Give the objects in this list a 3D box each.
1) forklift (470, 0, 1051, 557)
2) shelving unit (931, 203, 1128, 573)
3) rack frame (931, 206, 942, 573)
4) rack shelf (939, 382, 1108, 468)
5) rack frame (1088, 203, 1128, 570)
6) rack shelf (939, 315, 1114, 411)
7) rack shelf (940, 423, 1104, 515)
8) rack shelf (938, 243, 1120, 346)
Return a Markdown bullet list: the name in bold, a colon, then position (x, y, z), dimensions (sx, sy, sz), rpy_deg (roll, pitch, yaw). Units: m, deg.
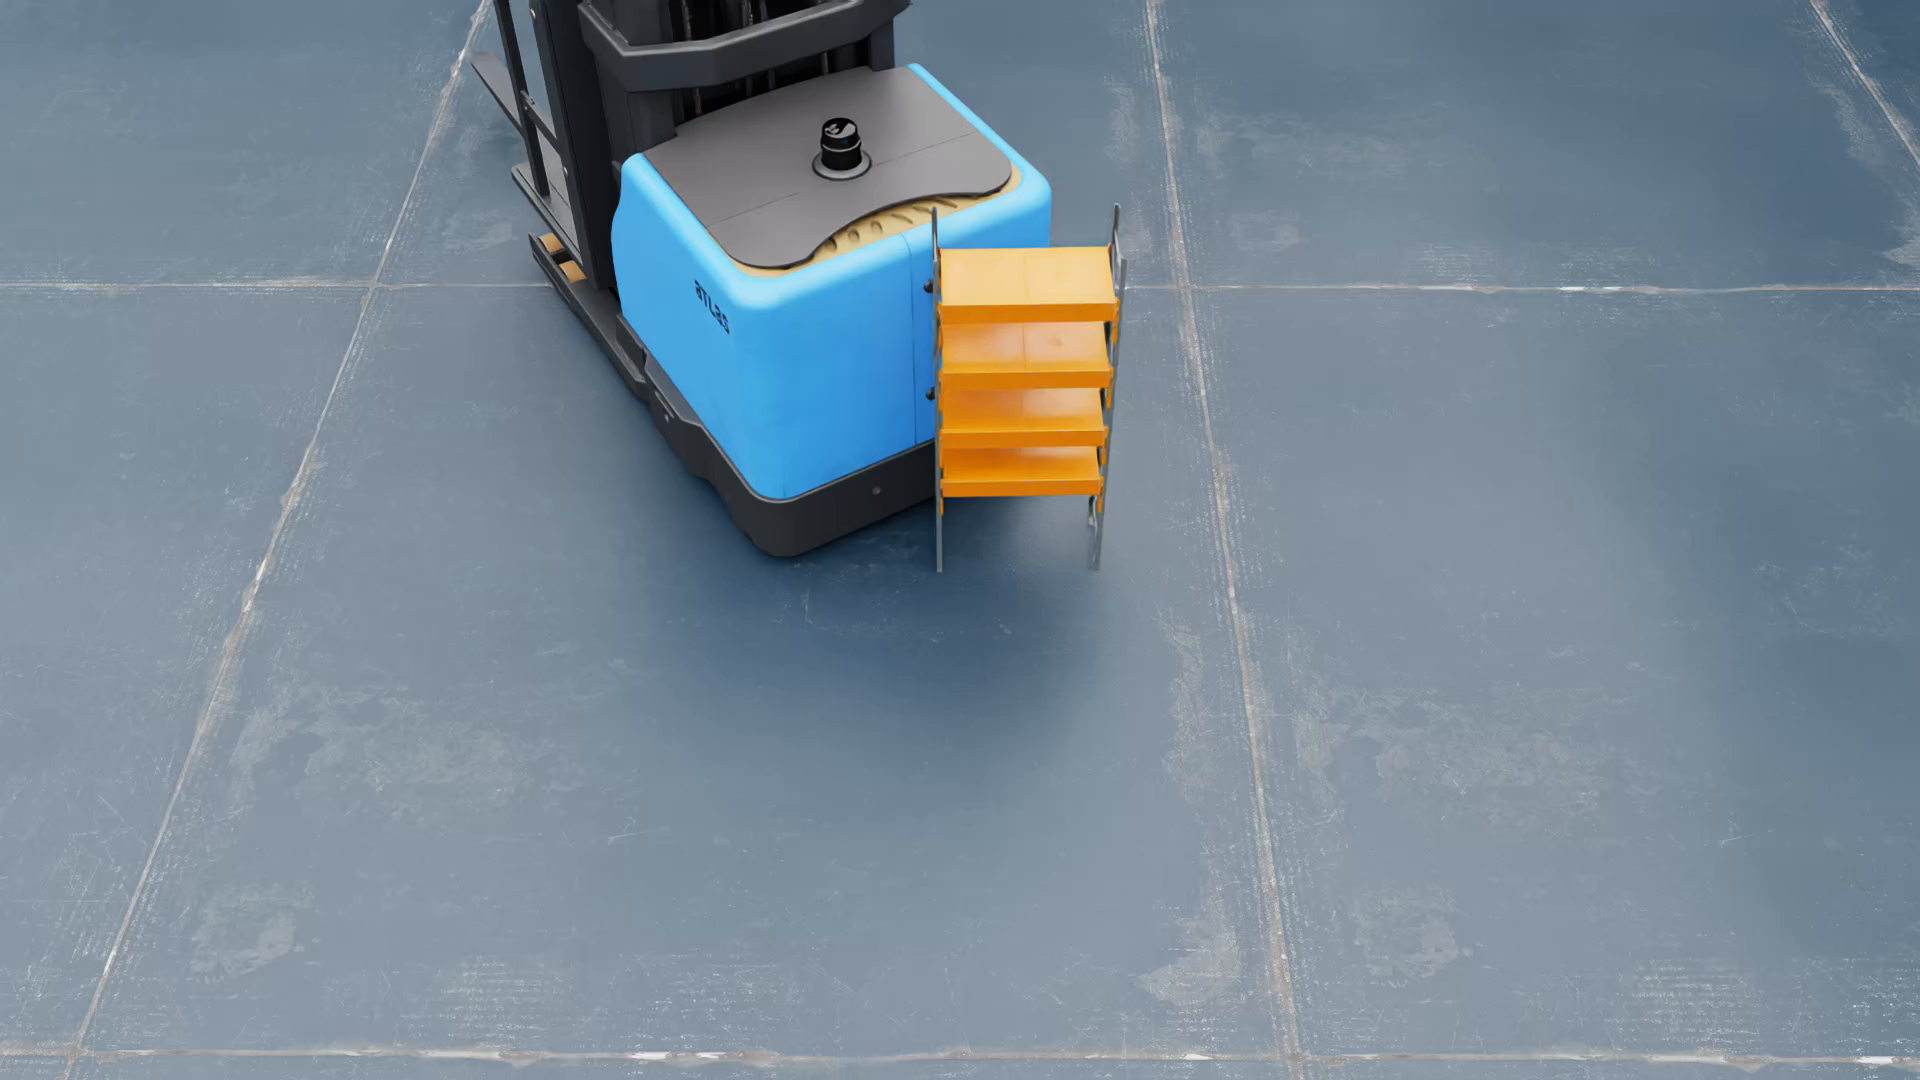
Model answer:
- **forklift**: position (-0.921, -2.013, 5.121), dimensions (1.130, 2.935, 3.031), rpy_deg (-24, 52, -21)
- **shelving unit**: position (0.178, -0.399, 4.802), dimensions (0.503, 1.200, 0.258), rpy_deg (-1, 47, -1)
- **rack frame**: position (-0.066, -0.395, 4.798), dimensions (0.015, 1.200, 0.240), rpy_deg (-1, 47, -1)
- **rack shelf**: position (0.178, -0.354, 4.851), dimensions (0.480, 0.148, 0.258), rpy_deg (-1, 47, -1)
- **rack frame**: position (0.422, -0.404, 4.806), dimensions (0.015, 1.200, 0.240), rpy_deg (-1, 47, -1)
- **rack shelf**: position (0.178, -0.506, 4.688), dimensions (0.480, 0.148, 0.258), rpy_deg (-1, 47, -1)
- **rack shelf**: position (0.178, -0.218, 4.997), dimensions (0.480, 0.148, 0.258), rpy_deg (-1, 47, -1)
- **rack shelf**: position (0.178, -0.667, 4.514), dimensions (0.480, 0.148, 0.258), rpy_deg (-1, 47, -1)
